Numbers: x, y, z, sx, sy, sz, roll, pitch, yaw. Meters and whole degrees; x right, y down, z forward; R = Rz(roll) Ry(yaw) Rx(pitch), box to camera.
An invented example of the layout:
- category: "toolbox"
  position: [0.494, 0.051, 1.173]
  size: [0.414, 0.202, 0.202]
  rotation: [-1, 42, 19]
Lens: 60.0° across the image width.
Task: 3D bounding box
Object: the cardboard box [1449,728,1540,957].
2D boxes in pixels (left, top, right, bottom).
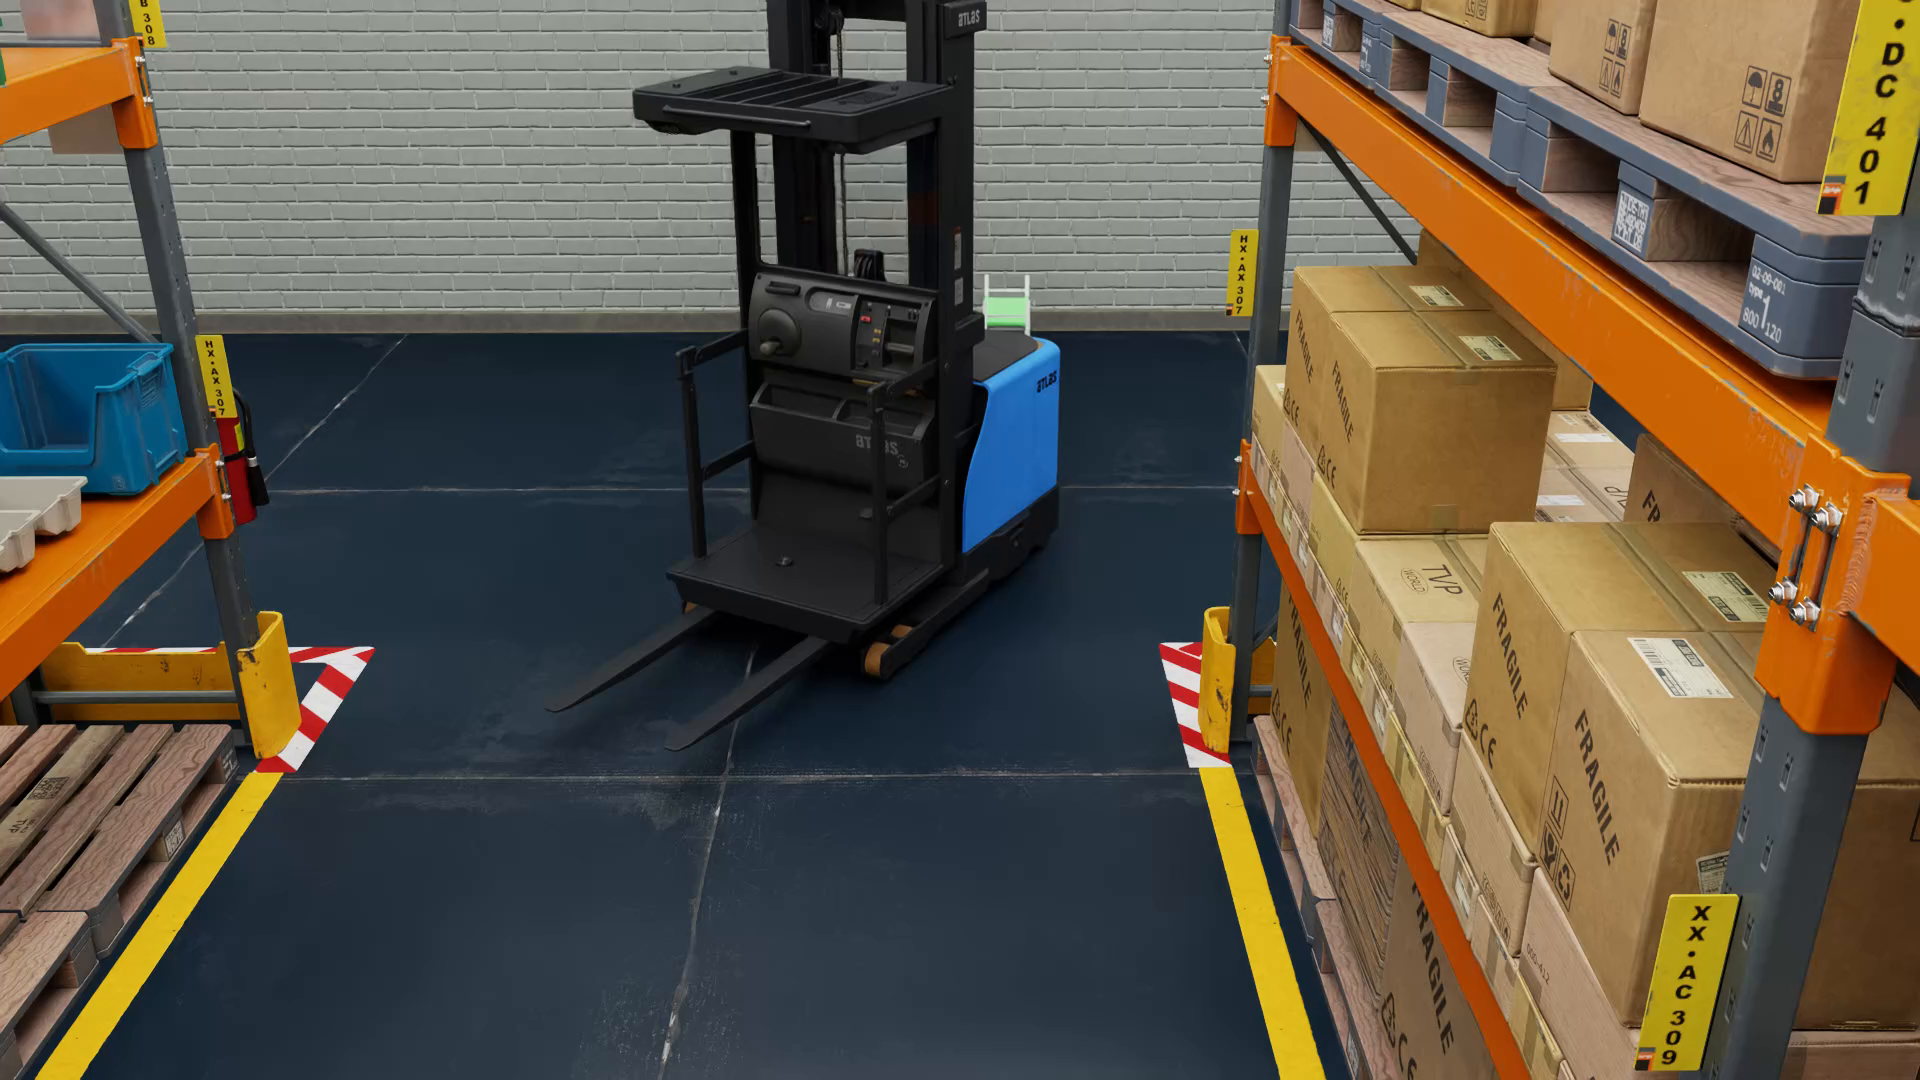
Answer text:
- category: "cardboard box"
  position: [1.365, 0.632, 3.533]
  size: [0.500, 0.250, 0.500]
  rotation: [0, 24, 1]

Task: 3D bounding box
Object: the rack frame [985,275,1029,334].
- category: "rack frame"
  position: [0.255, -0.888, 9.256]
  size: [0.240, 1.200, 0.015]
  rotation: [1, 24, 2]

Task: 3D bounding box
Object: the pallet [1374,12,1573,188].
- category: "pallet"
  position: [1.631, -1.071, 3.947]
  size: [1.003, 0.211, 1.213]
  rotation: [0, 24, -1]

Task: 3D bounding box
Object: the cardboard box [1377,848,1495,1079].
- category: "cardboard box"
  position: [1.703, 1.227, 4.466]
  size: [0.875, 0.875, 0.875]
  rotation: [0, 24, -1]

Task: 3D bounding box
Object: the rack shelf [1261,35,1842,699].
- category: "rack shelf"
  position: [1.618, -0.770, 4.044]
  size: [1.077, 0.370, 4.000]
  rotation: [0, 24, -1]

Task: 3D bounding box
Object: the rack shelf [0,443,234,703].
- category: "rack shelf"
  position: [-3.334, 0.619, 4.613]
  size: [1.077, 0.370, 4.000]
  rotation: [0, 24, -1]

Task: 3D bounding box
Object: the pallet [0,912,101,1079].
- category: "pallet"
  position: [-3.375, 1.580, 5.001]
  size: [1.003, 0.211, 1.213]
  rotation: [0, 24, -1]

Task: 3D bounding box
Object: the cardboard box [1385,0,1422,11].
- category: "cardboard box"
  position: [1.542, -1.757, 4.604]
  size: [0.700, 0.500, 0.500]
  rotation: [-1, 24, -2]

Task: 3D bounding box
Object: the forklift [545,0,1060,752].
- category: "forklift"
  position: [-0.644, -0.929, 7.247]
  size: [1.130, 2.935, 3.031]
  rotation: [13, 27, 27]

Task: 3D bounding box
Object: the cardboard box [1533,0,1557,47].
- category: "cardboard box"
  position: [1.707, -1.315, 3.626]
  size: [0.700, 0.500, 0.500]
  rotation: [1, 24, 2]

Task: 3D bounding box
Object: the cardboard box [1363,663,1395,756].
- category: "cardboard box"
  position: [1.293, 0.449, 4.421]
  size: [0.380, 0.149, 0.250]
  rotation: [0, 24, 0]

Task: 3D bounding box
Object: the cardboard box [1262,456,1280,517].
- category: "cardboard box"
  position: [1.275, -0.187, 5.828]
  size: [0.380, 0.149, 0.250]
  rotation: [-1, 24, -1]

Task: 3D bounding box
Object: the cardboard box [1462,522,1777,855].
- category: "cardboard box"
  position: [1.367, 0.290, 3.380]
  size: [0.500, 0.500, 0.500]
  rotation: [0, 24, 0]

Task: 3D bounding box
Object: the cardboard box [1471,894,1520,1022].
- category: "cardboard box"
  position: [1.304, 0.872, 3.487]
  size: [0.380, 0.149, 0.250]
  rotation: [-1, 24, -1]

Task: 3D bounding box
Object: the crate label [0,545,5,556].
- category: "crate label"
  position: [-3.150, 0.130, 5.070]
  size: [0.396, 0.136, 0.243]
  rotation: [0, 24, -1]

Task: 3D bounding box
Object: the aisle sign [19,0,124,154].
- category: "aisle sign"
  position: [-3.064, -1.748, 5.820]
  size: [0.394, 0.787, 0.004]
  rotation: [0, 24, -1]

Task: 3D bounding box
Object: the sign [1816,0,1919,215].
- category: "sign"
  position: [1.085, -0.542, 1.944]
  size: [0.100, 0.325, 0.005]
  rotation: [0, 24, -1]

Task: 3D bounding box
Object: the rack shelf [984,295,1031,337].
- category: "rack shelf"
  position: [0.247, -1.166, 8.863]
  size: [0.258, 0.148, 0.480]
  rotation: [1, 24, 2]

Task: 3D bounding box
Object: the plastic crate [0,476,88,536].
- category: "plastic crate"
  position: [-3.166, -0.104, 5.588]
  size: [0.396, 0.136, 0.243]
  rotation: [0, 24, -1]

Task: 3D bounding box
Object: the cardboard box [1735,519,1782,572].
- category: "cardboard box"
  position: [1.893, 0.283, 3.395]
  size: [0.500, 0.500, 0.500]
  rotation: [0, 24, -1]

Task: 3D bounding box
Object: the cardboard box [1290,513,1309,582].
- category: "cardboard box"
  position: [1.282, 0.026, 5.357]
  size: [0.380, 0.149, 0.250]
  rotation: [-1, 24, -1]

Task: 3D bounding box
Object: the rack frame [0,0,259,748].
- category: "rack frame"
  position: [-3.356, -0.532, 6.287]
  size: [1.000, 3.000, 0.127]
  rotation: [0, 24, -1]

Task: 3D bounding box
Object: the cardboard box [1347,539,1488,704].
- category: "cardboard box"
  position: [1.357, 0.213, 4.459]
  size: [0.500, 0.250, 0.500]
  rotation: [-1, 24, -2]

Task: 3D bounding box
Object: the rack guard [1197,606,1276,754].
- category: "rack guard"
  position: [1.596, 0.574, 6.873]
  size: [1.175, 0.500, 0.348]
  rotation: [0, 24, -1]

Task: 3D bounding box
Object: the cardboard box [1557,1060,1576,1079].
- category: "cardboard box"
  position: [1.309, 1.084, 3.018]
  size: [0.380, 0.149, 0.250]
  rotation: [0, 24, 0]

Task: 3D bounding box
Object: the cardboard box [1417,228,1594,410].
- category: "cardboard box"
  position: [1.865, -0.764, 5.710]
  size: [0.500, 0.500, 0.500]
  rotation: [0, 24, 0]

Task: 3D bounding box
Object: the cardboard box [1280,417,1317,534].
- category: "cardboard box"
  position: [1.344, -0.209, 5.393]
  size: [0.500, 0.250, 0.500]
  rotation: [-1, 24, -1]

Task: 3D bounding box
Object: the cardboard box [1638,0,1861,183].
- category: "cardboard box"
  position: [1.572, -0.878, 2.659]
  size: [0.700, 0.500, 0.500]
  rotation: [-2, 24, -4]

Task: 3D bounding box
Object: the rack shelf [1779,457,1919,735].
- category: "rack shelf"
  position: [1.662, 0.879, 0.400]
  size: [1.077, 0.370, 4.000]
  rotation: [0, 24, -1]

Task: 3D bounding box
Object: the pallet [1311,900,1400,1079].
- category: "pallet"
  position: [1.694, 1.546, 5.075]
  size: [1.003, 0.211, 1.213]
  rotation: [0, 24, -1]

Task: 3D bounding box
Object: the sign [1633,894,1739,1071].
- category: "sign"
  position: [1.085, 0.666, 2.491]
  size: [0.100, 0.325, 0.005]
  rotation: [0, 24, -1]

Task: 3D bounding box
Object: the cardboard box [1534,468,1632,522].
- category: "cardboard box"
  position: [1.878, -0.005, 4.941]
  size: [0.500, 0.250, 0.500]
  rotation: [-1, 24, -2]

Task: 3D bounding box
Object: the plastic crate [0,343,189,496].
- category: "plastic crate"
  position: [-3.166, -0.439, 5.964]
  size: [0.616, 0.435, 0.499]
  rotation: [0, 24, -1]

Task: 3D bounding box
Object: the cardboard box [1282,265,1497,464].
- category: "cardboard box"
  position: [1.337, -0.559, 5.256]
  size: [0.500, 0.500, 0.500]
  rotation: [-1, 24, -2]

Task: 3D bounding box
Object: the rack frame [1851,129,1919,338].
- category: "rack frame"
  position: [1.640, -1.640, 1.456]
  size: [1.000, 3.000, 0.127]
  rotation: [0, 24, -1]

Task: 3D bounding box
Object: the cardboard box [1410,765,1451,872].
- category: "cardboard box"
  position: [1.298, 0.660, 3.956]
  size: [0.380, 0.149, 0.250]
  rotation: [0, 24, 0]

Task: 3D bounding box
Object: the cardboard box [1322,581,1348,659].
- category: "cardboard box"
  position: [1.287, 0.237, 4.890]
  size: [0.380, 0.149, 0.250]
  rotation: [-1, 24, -1]

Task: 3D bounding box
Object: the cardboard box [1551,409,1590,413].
- category: "cardboard box"
  position: [1.867, -0.423, 5.867]
  size: [0.500, 0.250, 0.500]
  rotation: [-1, 24, -1]

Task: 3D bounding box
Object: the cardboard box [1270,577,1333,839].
- category: "cardboard box"
  position: [1.684, 0.485, 6.105]
  size: [0.875, 0.875, 0.875]
  rotation: [0, 24, -1]

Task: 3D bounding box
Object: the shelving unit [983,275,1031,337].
- category: "shelving unit"
  position: [0.247, -0.787, 9.034]
  size: [0.258, 1.200, 0.503]
  rotation: [1, 24, 2]
